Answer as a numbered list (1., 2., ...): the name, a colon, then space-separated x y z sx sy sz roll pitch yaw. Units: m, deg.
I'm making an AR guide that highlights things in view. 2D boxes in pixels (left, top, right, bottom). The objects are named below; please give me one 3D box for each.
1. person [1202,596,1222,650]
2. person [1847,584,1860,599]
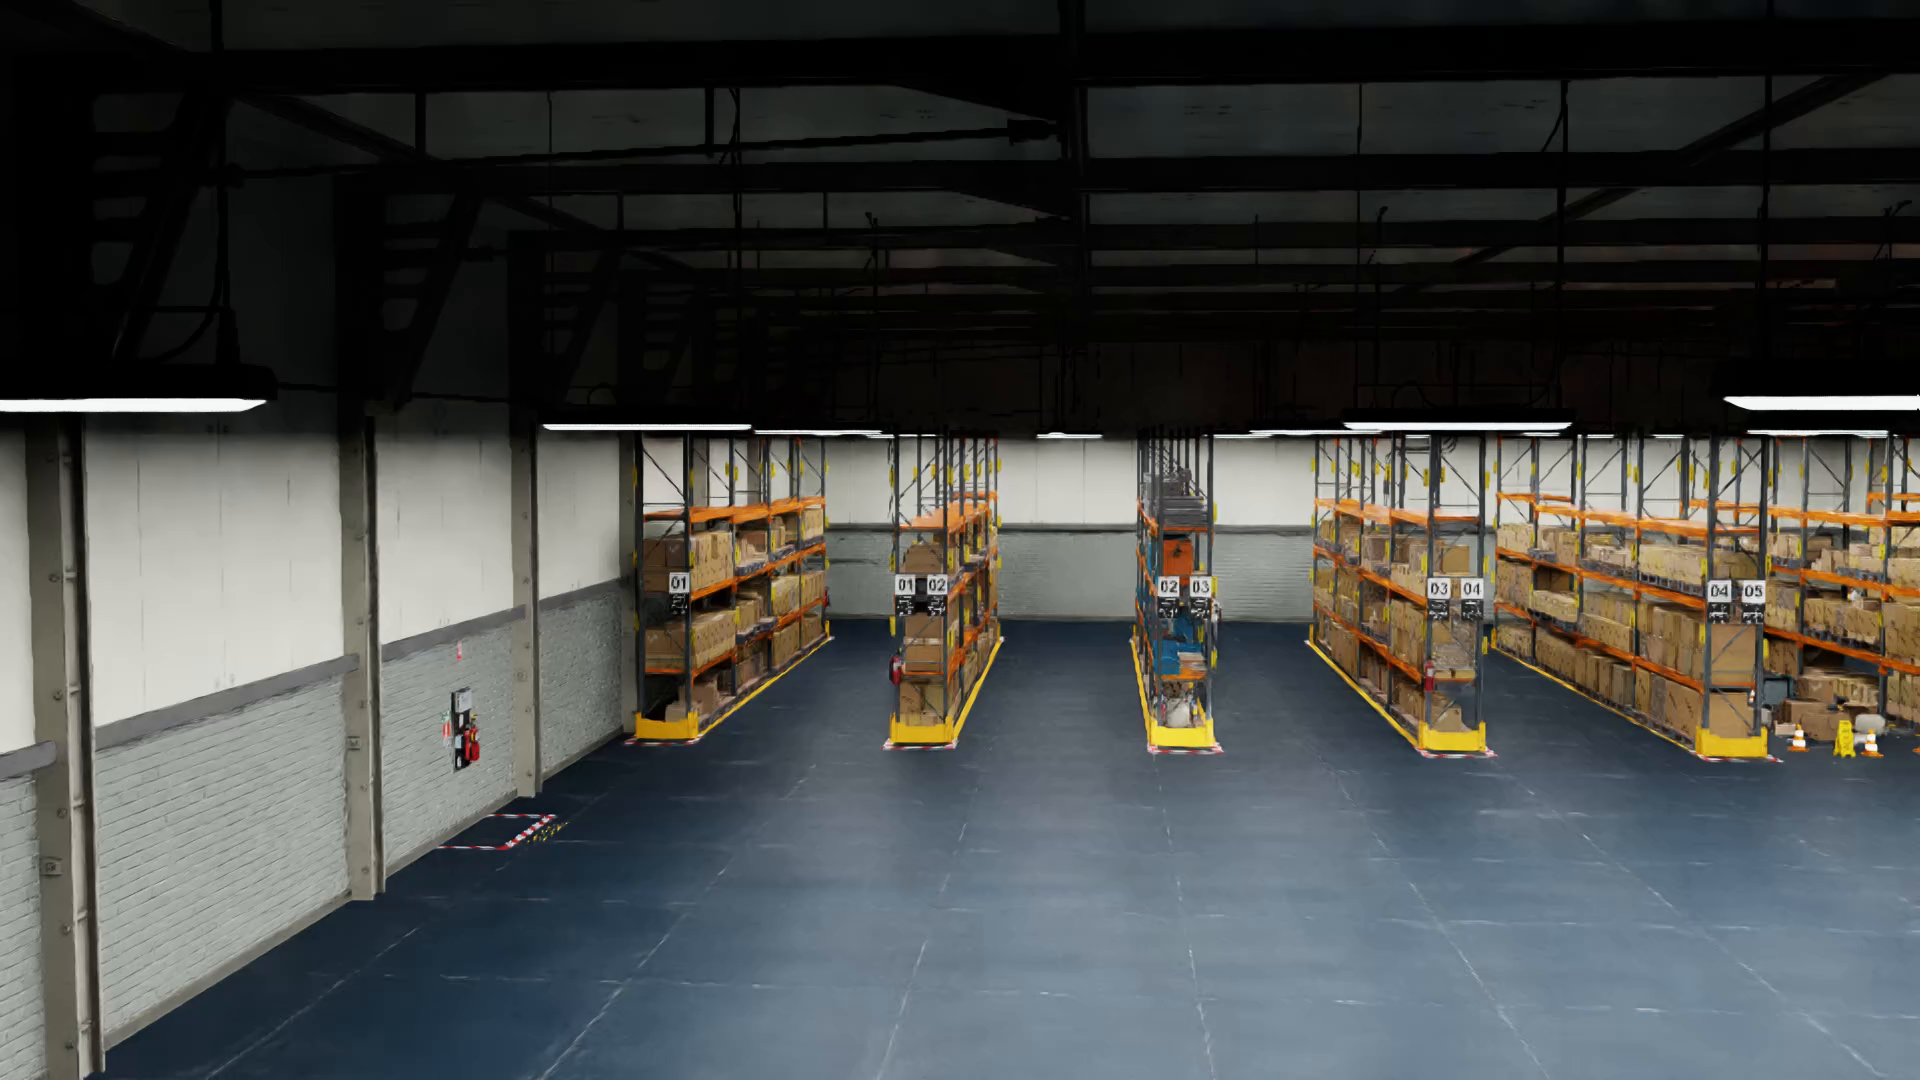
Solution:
1. person: 6.826 2.199 45.334 0.592 1.618 0.518 0 3 2
2. person: 24.891 2.031 46.601 0.733 1.769 0.587 -3 4 -39
